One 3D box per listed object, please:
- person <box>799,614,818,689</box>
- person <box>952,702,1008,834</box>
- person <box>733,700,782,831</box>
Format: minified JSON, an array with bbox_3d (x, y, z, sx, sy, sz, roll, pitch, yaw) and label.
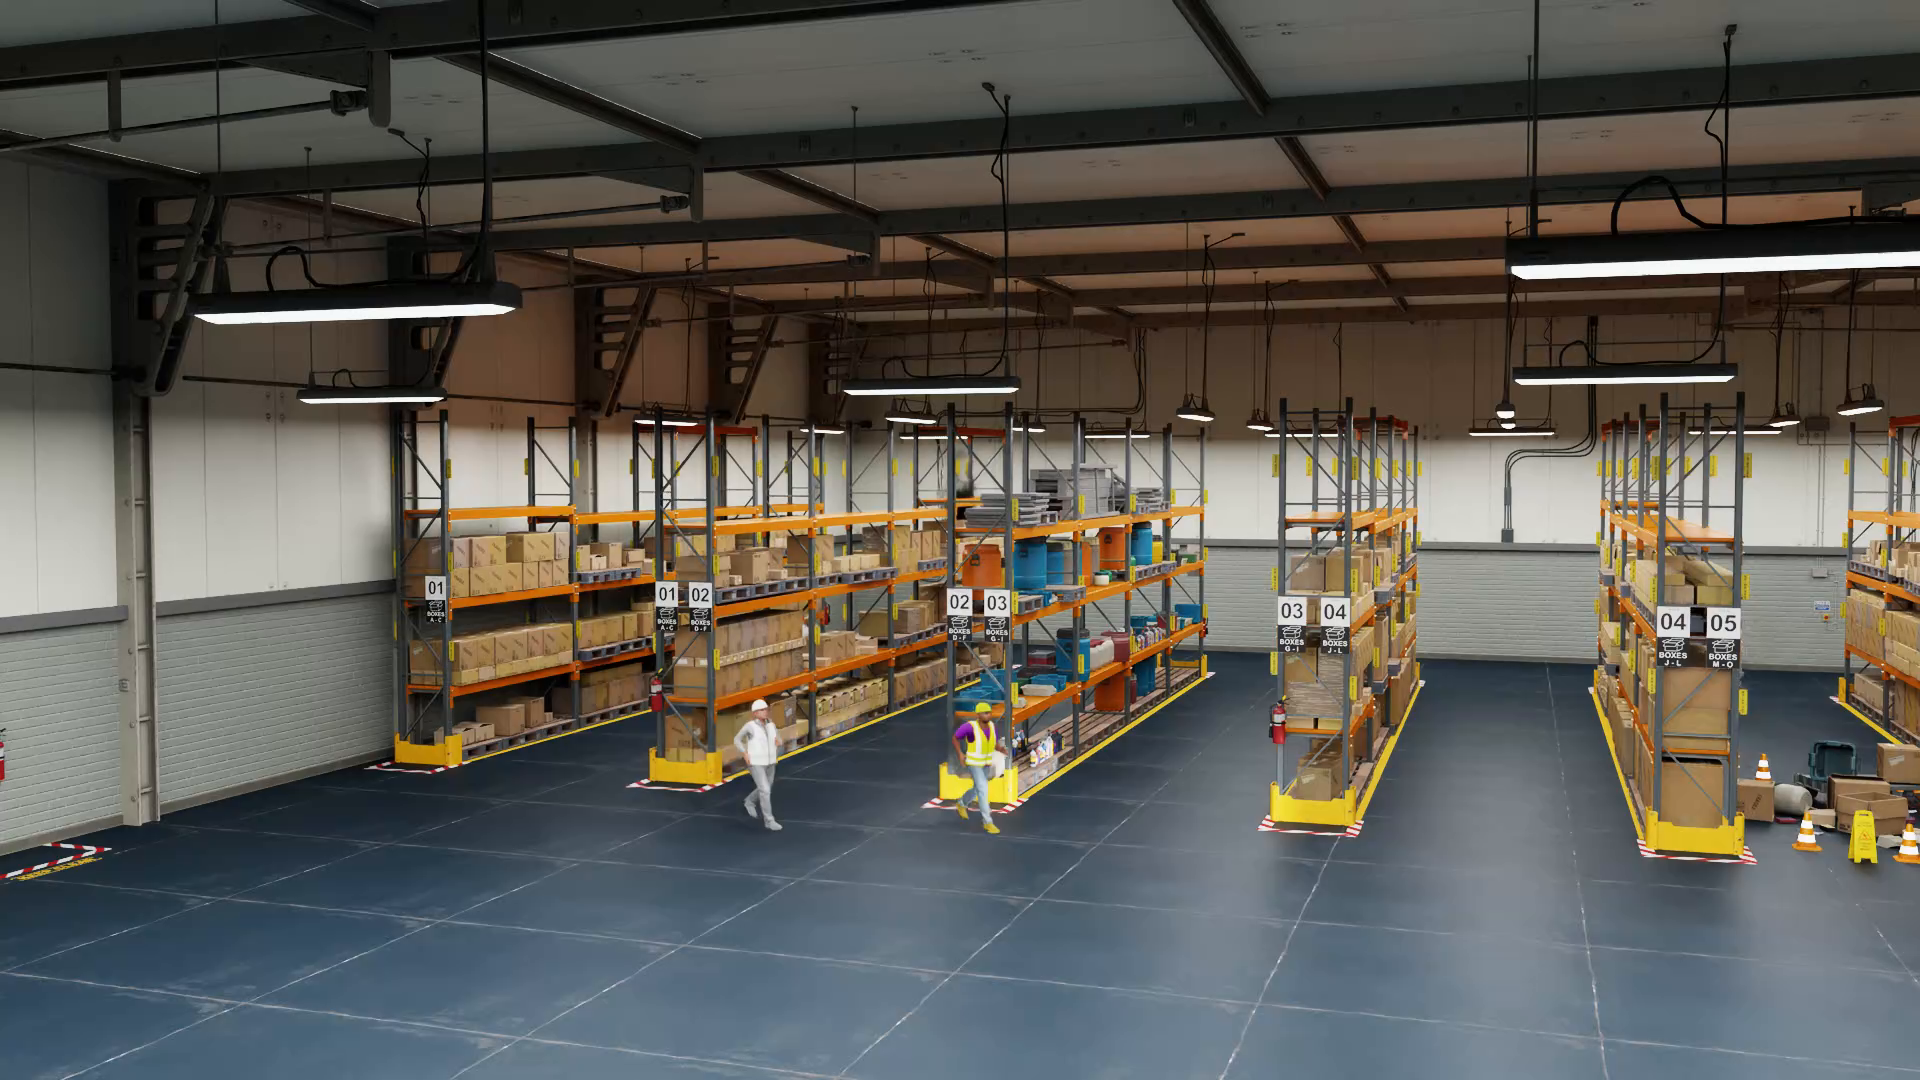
[{"bbox_3d":[-3.472,2.517,37.825,0.581,1.676,0.913,0,2,10],"label":"person"},{"bbox_3d":[0.242,3.125,23.138,0.657,1.764,0.991,-2,3,-43],"label":"person"},{"bbox_3d":[-2.767,3.101,23.168,0.968,1.750,0.659,2,3,45],"label":"person"}]
